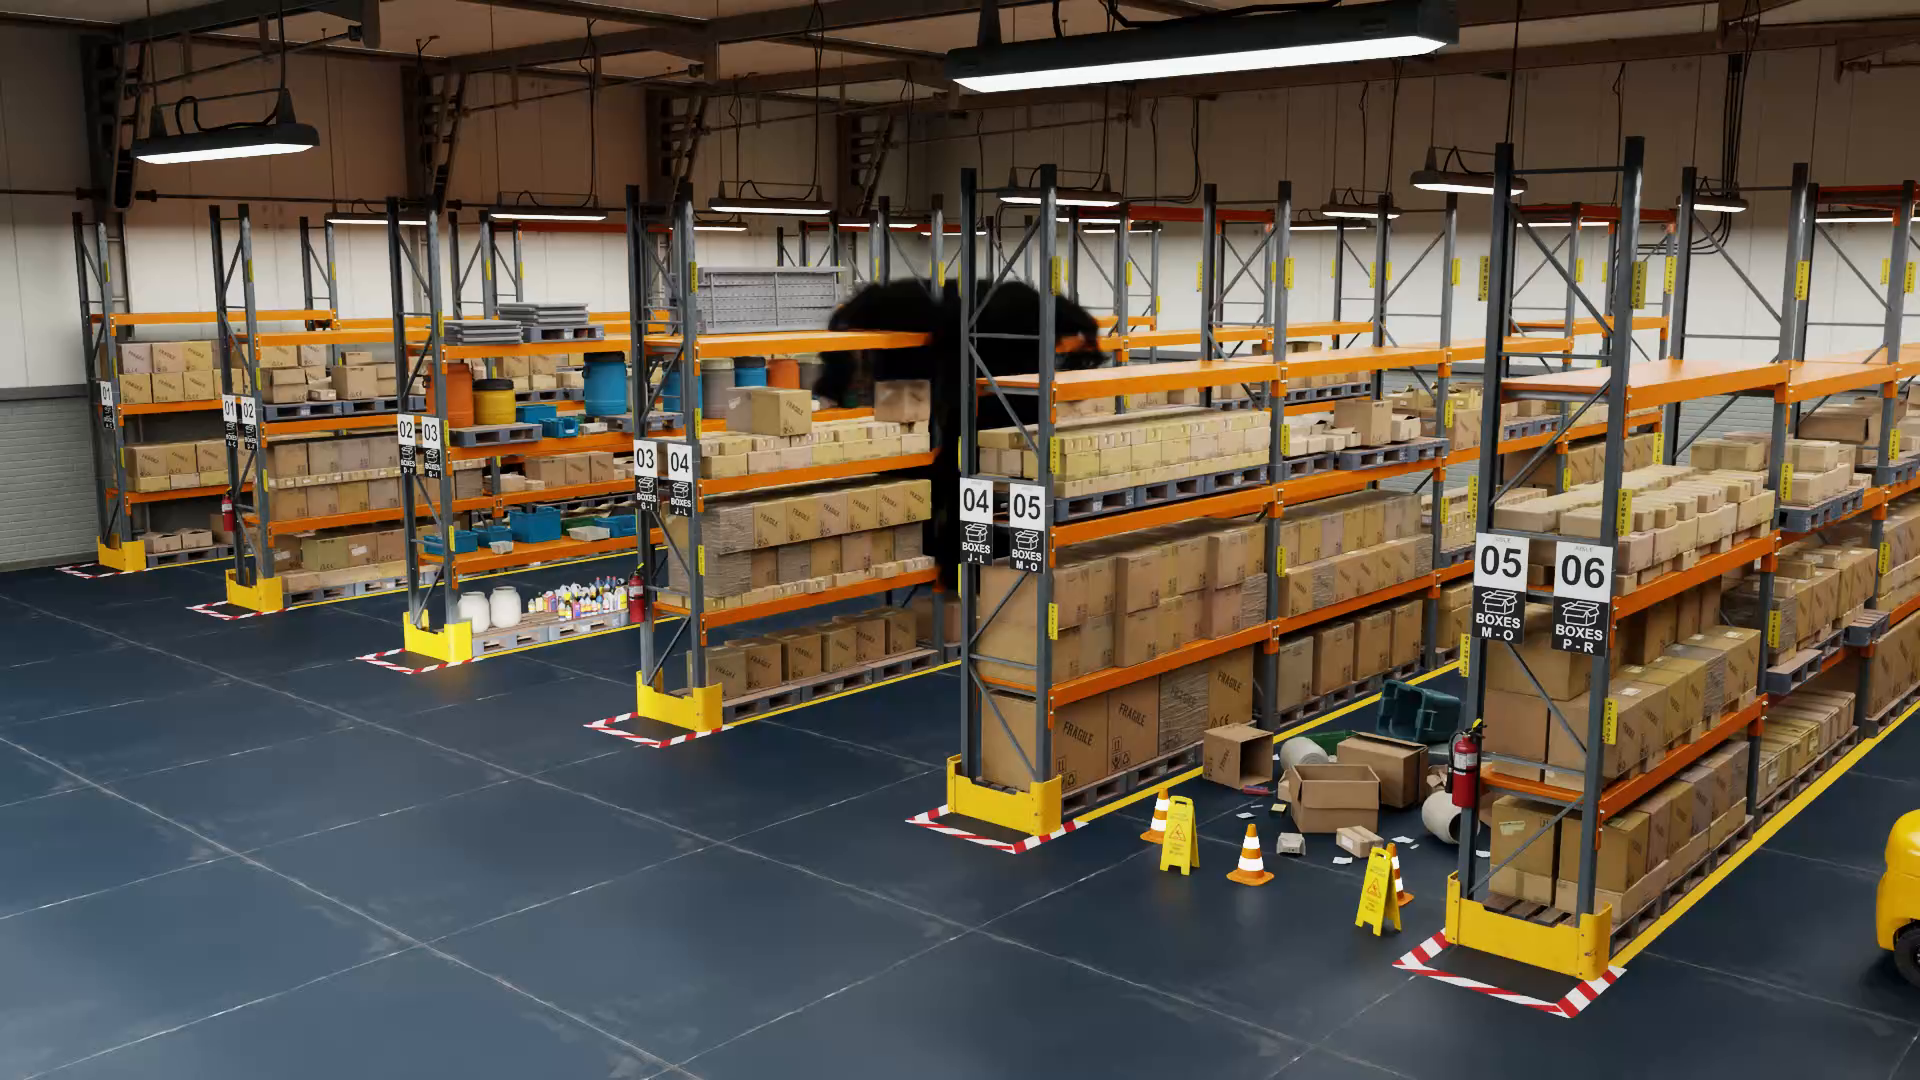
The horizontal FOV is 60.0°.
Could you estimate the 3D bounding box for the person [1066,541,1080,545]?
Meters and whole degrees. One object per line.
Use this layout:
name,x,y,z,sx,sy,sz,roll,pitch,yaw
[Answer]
person,1.509,0.609,20.575,0.650,1.777,0.649,6,11,34

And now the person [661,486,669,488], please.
person,-5.972,-1.438,34.743,0.632,1.731,0.896,8,12,38
